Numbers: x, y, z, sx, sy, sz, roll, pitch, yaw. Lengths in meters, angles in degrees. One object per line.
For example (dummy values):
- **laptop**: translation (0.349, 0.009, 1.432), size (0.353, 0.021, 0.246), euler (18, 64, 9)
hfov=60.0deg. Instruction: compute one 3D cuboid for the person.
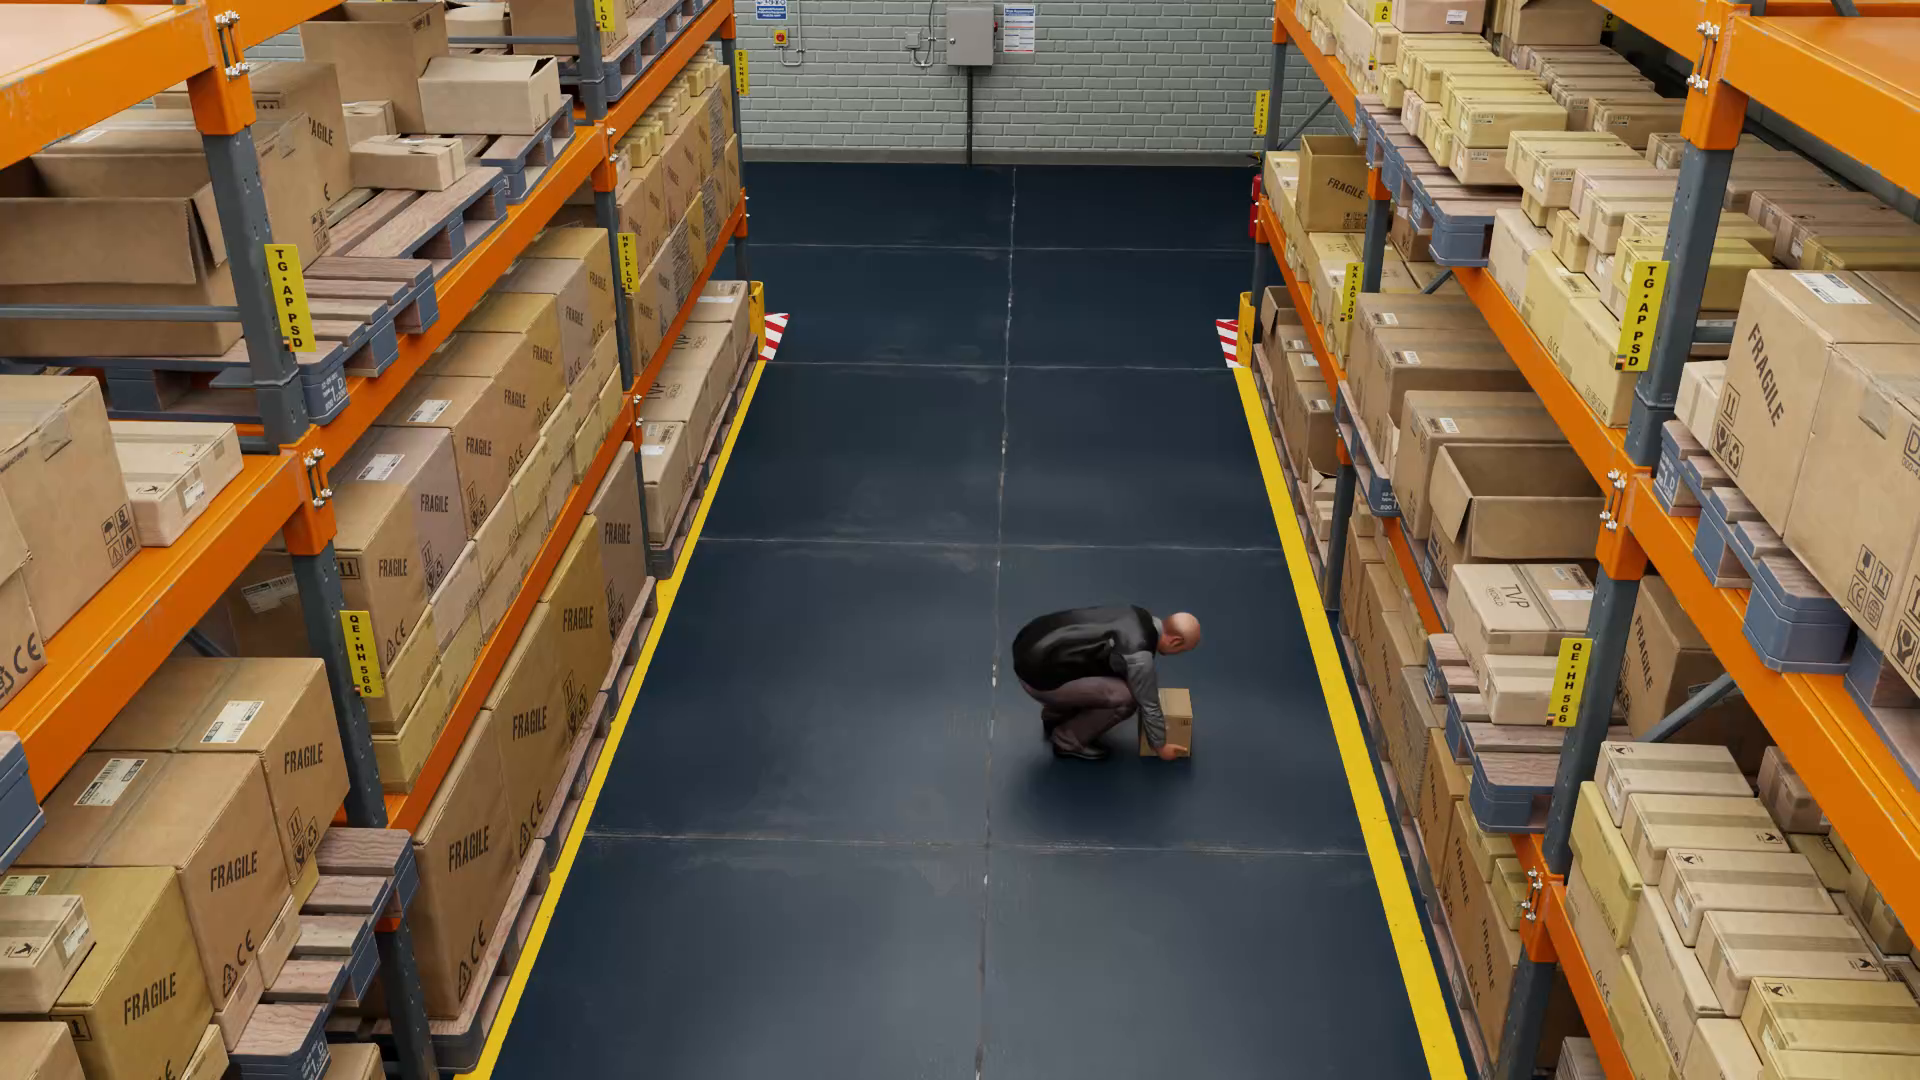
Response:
- **person**: translation (0.729, 0.699, 8.370), size (0.936, 0.789, 0.500), euler (0, 28, 1)
